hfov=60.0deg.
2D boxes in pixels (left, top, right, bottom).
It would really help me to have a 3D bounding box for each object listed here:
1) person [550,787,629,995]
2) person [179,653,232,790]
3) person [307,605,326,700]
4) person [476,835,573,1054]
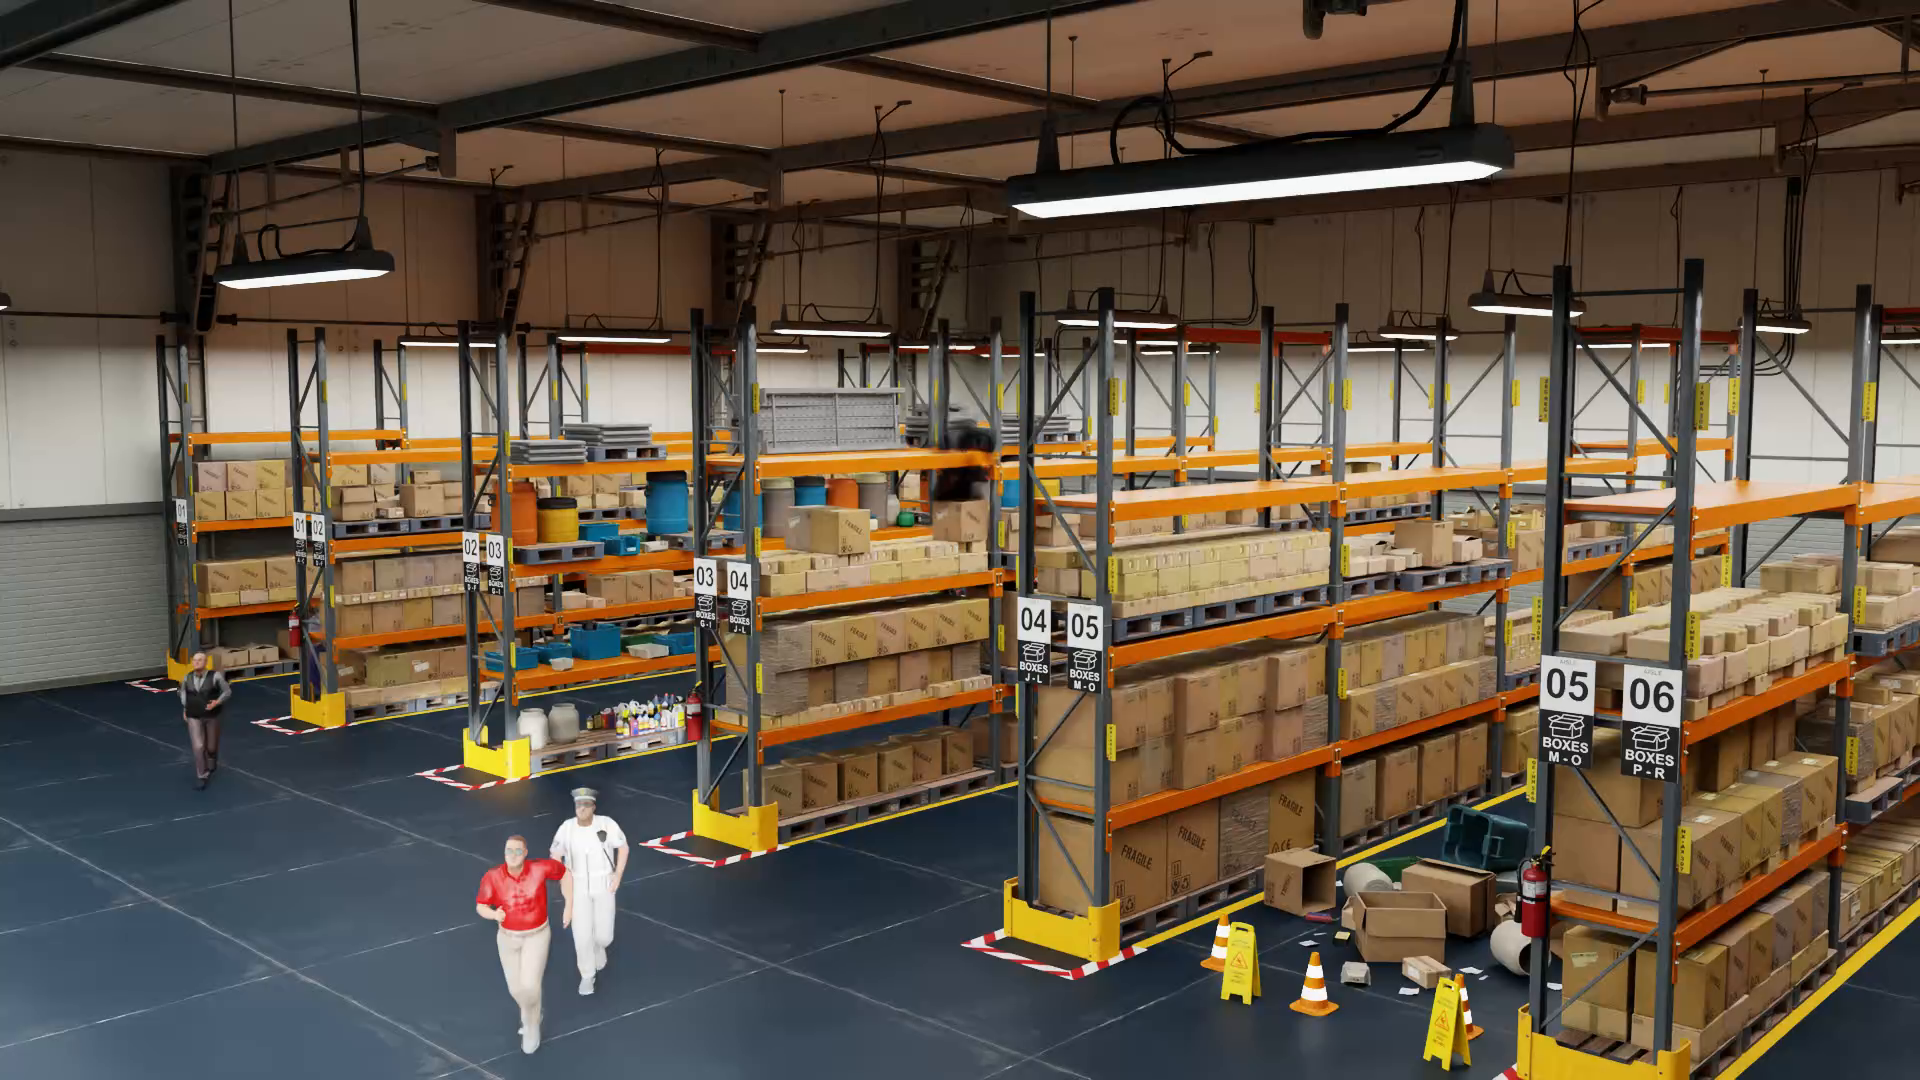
[{"bbox_3d":[-3.174,2.970,14.251,0.664,1.753,0.524,-1,5,-10],"label":"person"},{"bbox_3d":[-9.755,2.306,21.503,0.656,1.722,0.800,-1,6,-13],"label":"person"},{"bbox_3d":[-10.427,1.822,27.374,0.581,1.588,0.817,5,7,41],"label":"person"},{"bbox_3d":[-3.367,3.108,12.863,0.694,1.720,0.829,0,5,-4],"label":"person"}]
